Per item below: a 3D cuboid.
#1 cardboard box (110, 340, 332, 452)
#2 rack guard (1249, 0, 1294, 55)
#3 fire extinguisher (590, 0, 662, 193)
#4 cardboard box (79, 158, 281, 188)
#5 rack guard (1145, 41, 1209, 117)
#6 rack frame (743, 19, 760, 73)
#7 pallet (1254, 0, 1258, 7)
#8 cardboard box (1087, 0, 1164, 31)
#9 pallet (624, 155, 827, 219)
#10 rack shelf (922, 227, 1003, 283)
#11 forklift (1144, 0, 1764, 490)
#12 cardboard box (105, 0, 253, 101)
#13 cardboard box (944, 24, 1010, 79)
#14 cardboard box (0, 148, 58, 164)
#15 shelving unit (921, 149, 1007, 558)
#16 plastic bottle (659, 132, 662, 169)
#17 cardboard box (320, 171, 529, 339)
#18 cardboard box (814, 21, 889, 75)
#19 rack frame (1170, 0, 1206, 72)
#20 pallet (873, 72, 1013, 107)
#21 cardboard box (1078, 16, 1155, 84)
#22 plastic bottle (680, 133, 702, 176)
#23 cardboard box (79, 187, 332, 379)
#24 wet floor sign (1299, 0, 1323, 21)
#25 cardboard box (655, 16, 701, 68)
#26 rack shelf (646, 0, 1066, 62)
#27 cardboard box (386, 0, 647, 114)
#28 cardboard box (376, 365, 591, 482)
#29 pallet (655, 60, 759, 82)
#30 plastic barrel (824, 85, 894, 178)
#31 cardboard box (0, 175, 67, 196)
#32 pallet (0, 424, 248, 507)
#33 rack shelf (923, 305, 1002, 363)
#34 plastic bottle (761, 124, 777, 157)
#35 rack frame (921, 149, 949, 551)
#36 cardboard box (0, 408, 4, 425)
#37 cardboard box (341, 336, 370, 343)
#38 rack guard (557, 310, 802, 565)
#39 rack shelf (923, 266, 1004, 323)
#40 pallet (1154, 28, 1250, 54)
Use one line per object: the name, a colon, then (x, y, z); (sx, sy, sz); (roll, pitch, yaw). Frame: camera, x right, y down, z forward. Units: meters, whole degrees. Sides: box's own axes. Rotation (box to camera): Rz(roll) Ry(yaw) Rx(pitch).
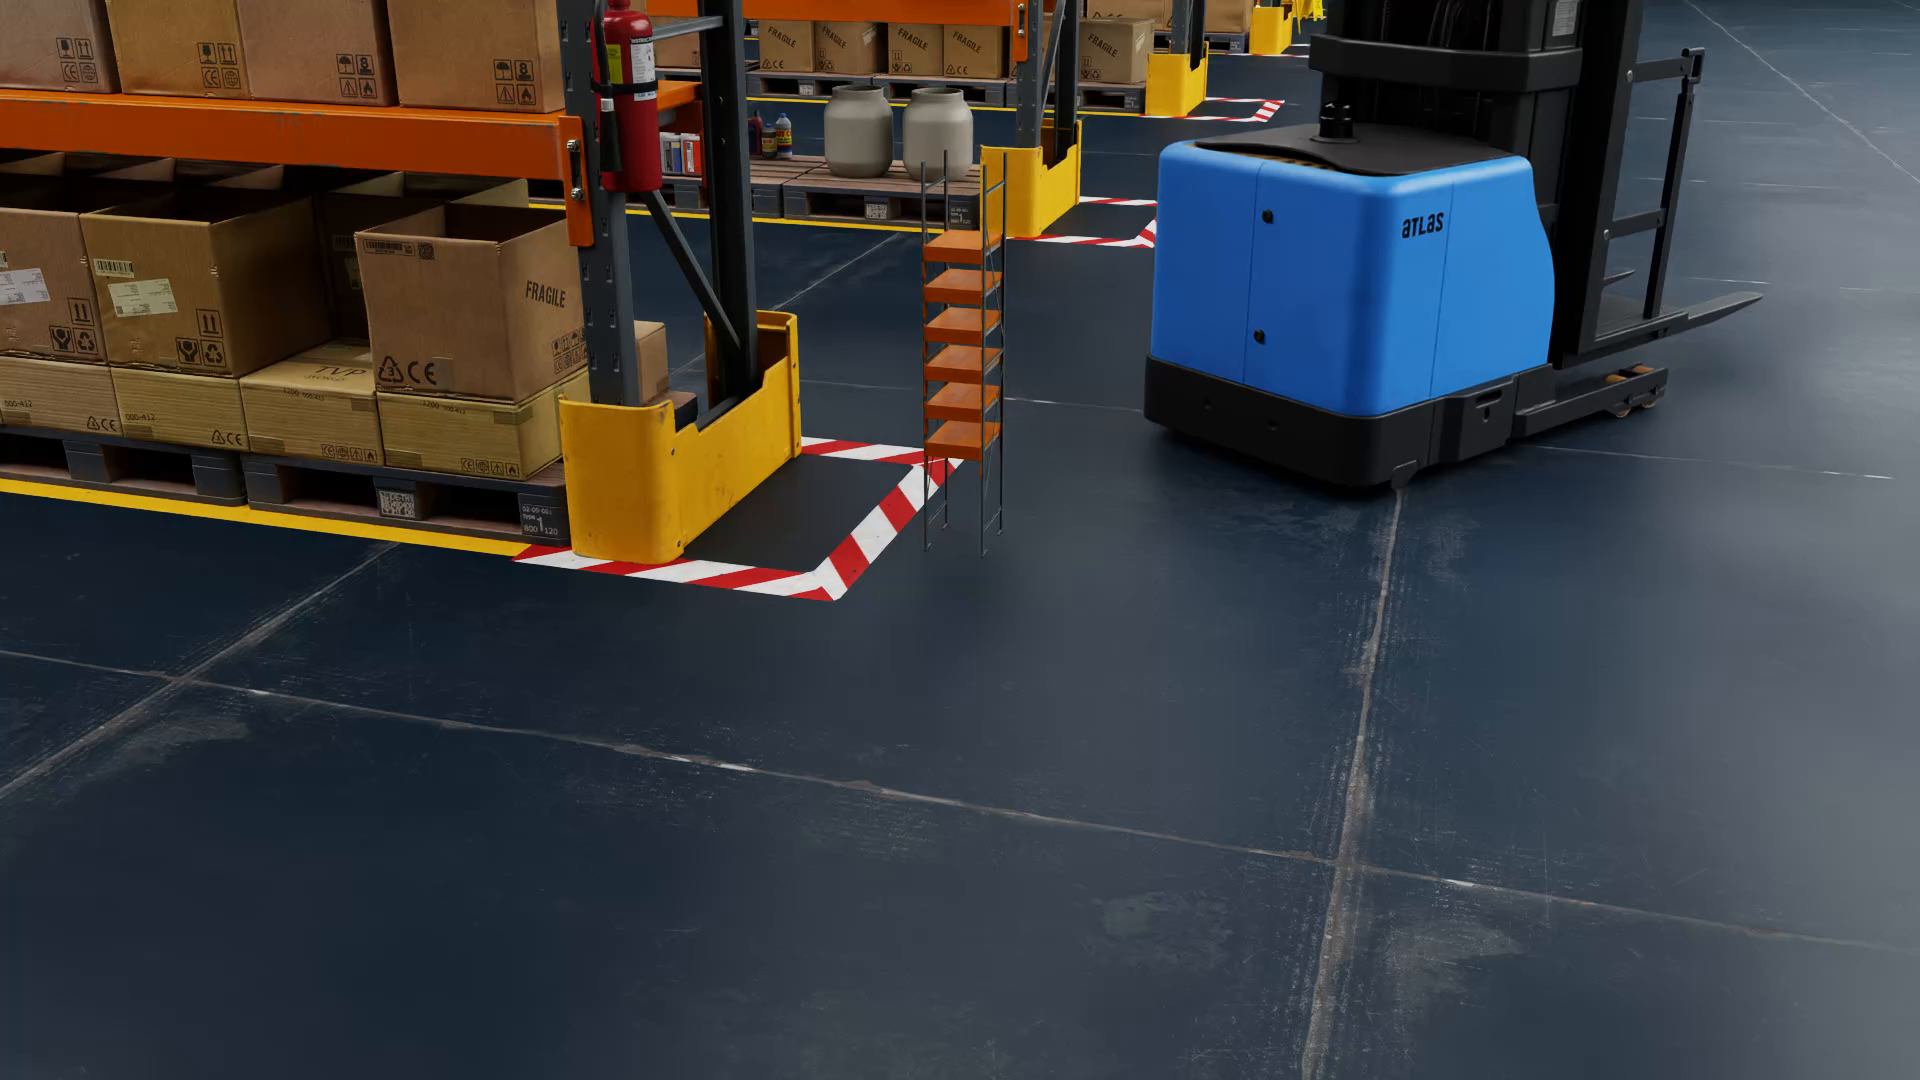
cardboard box: (-2.477, -0.516, 5.646); (0.500, 0.250, 0.500); (7, 23, 16)
rack guard: (3.501, -5.769, 18.675); (0.348, 0.500, 1.175); (7, 23, 16)
fire extinguisher: (-0.938, -1.321, 4.639); (0.183, 0.674, 0.296); (7, 23, 16)
cardboard box: (-2.801, -1.112, 6.111); (0.500, 0.500, 0.500); (7, 23, 16)
rack guard: (1.875, -3.989, 14.335); (0.348, 0.500, 1.175); (7, 23, 16)
rack frame: (-1.881, -5.575, 14.910); (0.127, 3.000, 1.000); (7, 23, 16)
pallet: (3.970, -7.558, 23.416); (1.213, 0.211, 1.003); (7, 23, 16)
cardboard box: (1.966, -6.285, 18.887); (0.875, 0.875, 0.875); (6, 23, 15)
pallet: (-1.509, -2.264, 10.511); (1.213, 0.211, 1.003); (7, 23, 16)
rack shelf: (0.014, -0.845, 4.919); (0.180, 0.103, 0.258); (7, 23, 16)
forklift: (2.149, -1.964, 6.197); (3.031, 2.935, 1.130); (-17, 28, -36)
cardboard box: (-2.338, -1.753, 5.458); (0.500, 0.500, 0.700); (7, 23, 16)
cardboard box: (0.179, -4.378, 14.731); (0.500, 0.500, 0.500); (9, 24, 20)
cardboard box: (-3.764, -1.215, 6.362); (0.500, 0.500, 0.500); (7, 23, 16)
shelving unit: (0.014, -0.554, 5.038); (0.189, 1.200, 0.258); (7, 23, 16)
plastic bottle: (-1.893, -2.427, 10.145); (0.185, 0.351, 0.144); (8, 23, 18)
cardboard box: (-1.845, -1.001, 5.839); (0.500, 0.500, 0.500); (7, 23, 16)
cardboard box: (-0.959, -4.495, 15.016); (0.500, 0.500, 0.500); (15, 27, 32)
rack frame: (1.948, -5.137, 13.841); (0.127, 3.000, 1.000); (7, 23, 16)
pallet: (-0.056, -4.092, 14.966); (1.213, 0.211, 1.003); (7, 23, 16)
cardboard box: (1.355, -4.249, 14.417); (0.500, 0.500, 0.500); (11, 25, 25)
plastic bottle: (-1.601, -2.360, 10.081); (0.135, 0.276, 0.152); (7, 23, 16)
cardboard box: (-2.478, -0.862, 5.501); (0.500, 0.500, 0.500); (7, 23, 16)
wet floor sign: (4.684, -7.239, 22.067); (0.232, 0.644, 0.267); (16, 27, 34)
cardboard box: (-2.463, -4.698, 15.484); (0.500, 0.500, 0.700); (5, 23, 11)
rack shelf: (-1.397, -3.224, 10.125); (4.000, 0.370, 1.077); (7, 23, 16)
cardboard box: (-1.360, -1.640, 5.184); (0.500, 0.500, 0.700); (7, 23, 16)
cardboard box: (-1.516, -0.412, 5.391); (0.500, 0.250, 0.500); (7, 23, 16)
pallet: (-2.627, -4.370, 15.646); (1.213, 0.211, 1.003); (7, 23, 16)
plastic barrel: (-0.615, -2.480, 10.088); (0.421, 0.512, 0.421); (0, 22, 0)
cardboard box: (-3.435, -0.972, 5.768); (0.500, 0.500, 0.500); (7, 23, 16)
pallet: (-2.825, -0.451, 6.091); (1.213, 0.211, 1.003); (7, 23, 15)
rack shelf: (0.014, -0.623, 5.010); (0.180, 0.103, 0.258); (7, 23, 16)
plastic bottle: (-1.227, -2.570, 10.689); (0.097, 0.201, 0.097); (0, 22, 0)
rack frame: (-0.074, -0.564, 5.063); (0.006, 1.200, 0.240); (7, 23, 16)
cardboard box: (-3.436, -0.624, 5.910); (0.500, 0.250, 0.500); (7, 23, 16)
cardboard box: (-1.846, -0.653, 5.980); (0.500, 0.250, 0.500); (7, 23, 16)
rack guard: (-0.894, -0.379, 5.535); (0.348, 0.500, 1.175); (7, 23, 16)
rack shelf: (0.014, -0.734, 4.964); (0.180, 0.103, 0.258); (7, 23, 16)
pallet: (2.690, -5.697, 18.881); (1.213, 0.211, 1.003); (7, 23, 15)
